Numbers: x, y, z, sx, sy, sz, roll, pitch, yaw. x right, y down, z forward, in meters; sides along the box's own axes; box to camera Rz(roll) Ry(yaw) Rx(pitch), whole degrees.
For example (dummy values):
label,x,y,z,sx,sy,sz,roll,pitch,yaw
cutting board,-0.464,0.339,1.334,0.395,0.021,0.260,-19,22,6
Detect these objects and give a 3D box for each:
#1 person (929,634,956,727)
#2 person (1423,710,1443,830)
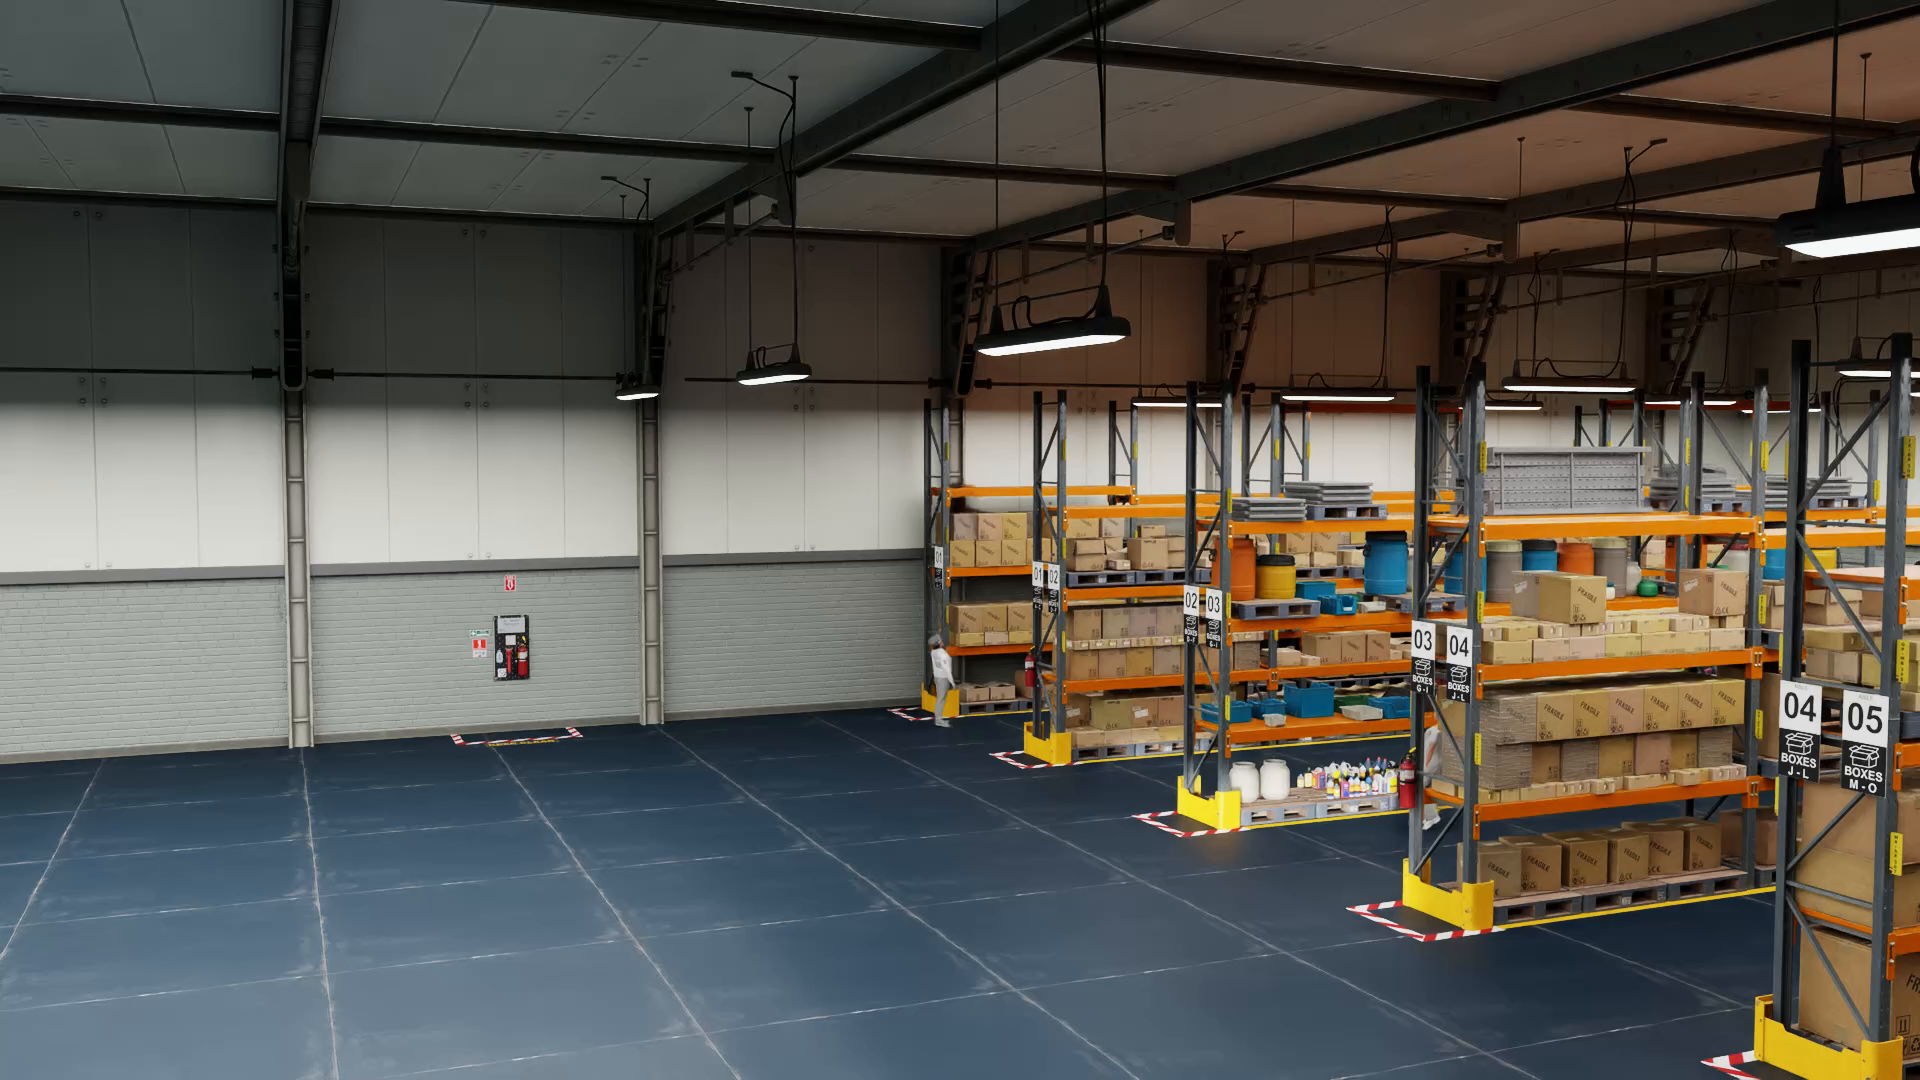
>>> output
label,x,y,z,sx,sy,sz,roll,pitch,yaw
person,-0.351,2.541,30.256,0.468,1.686,0.537,-1,4,-17
person,6.314,3.024,22.291,0.542,1.687,0.502,1,4,20
